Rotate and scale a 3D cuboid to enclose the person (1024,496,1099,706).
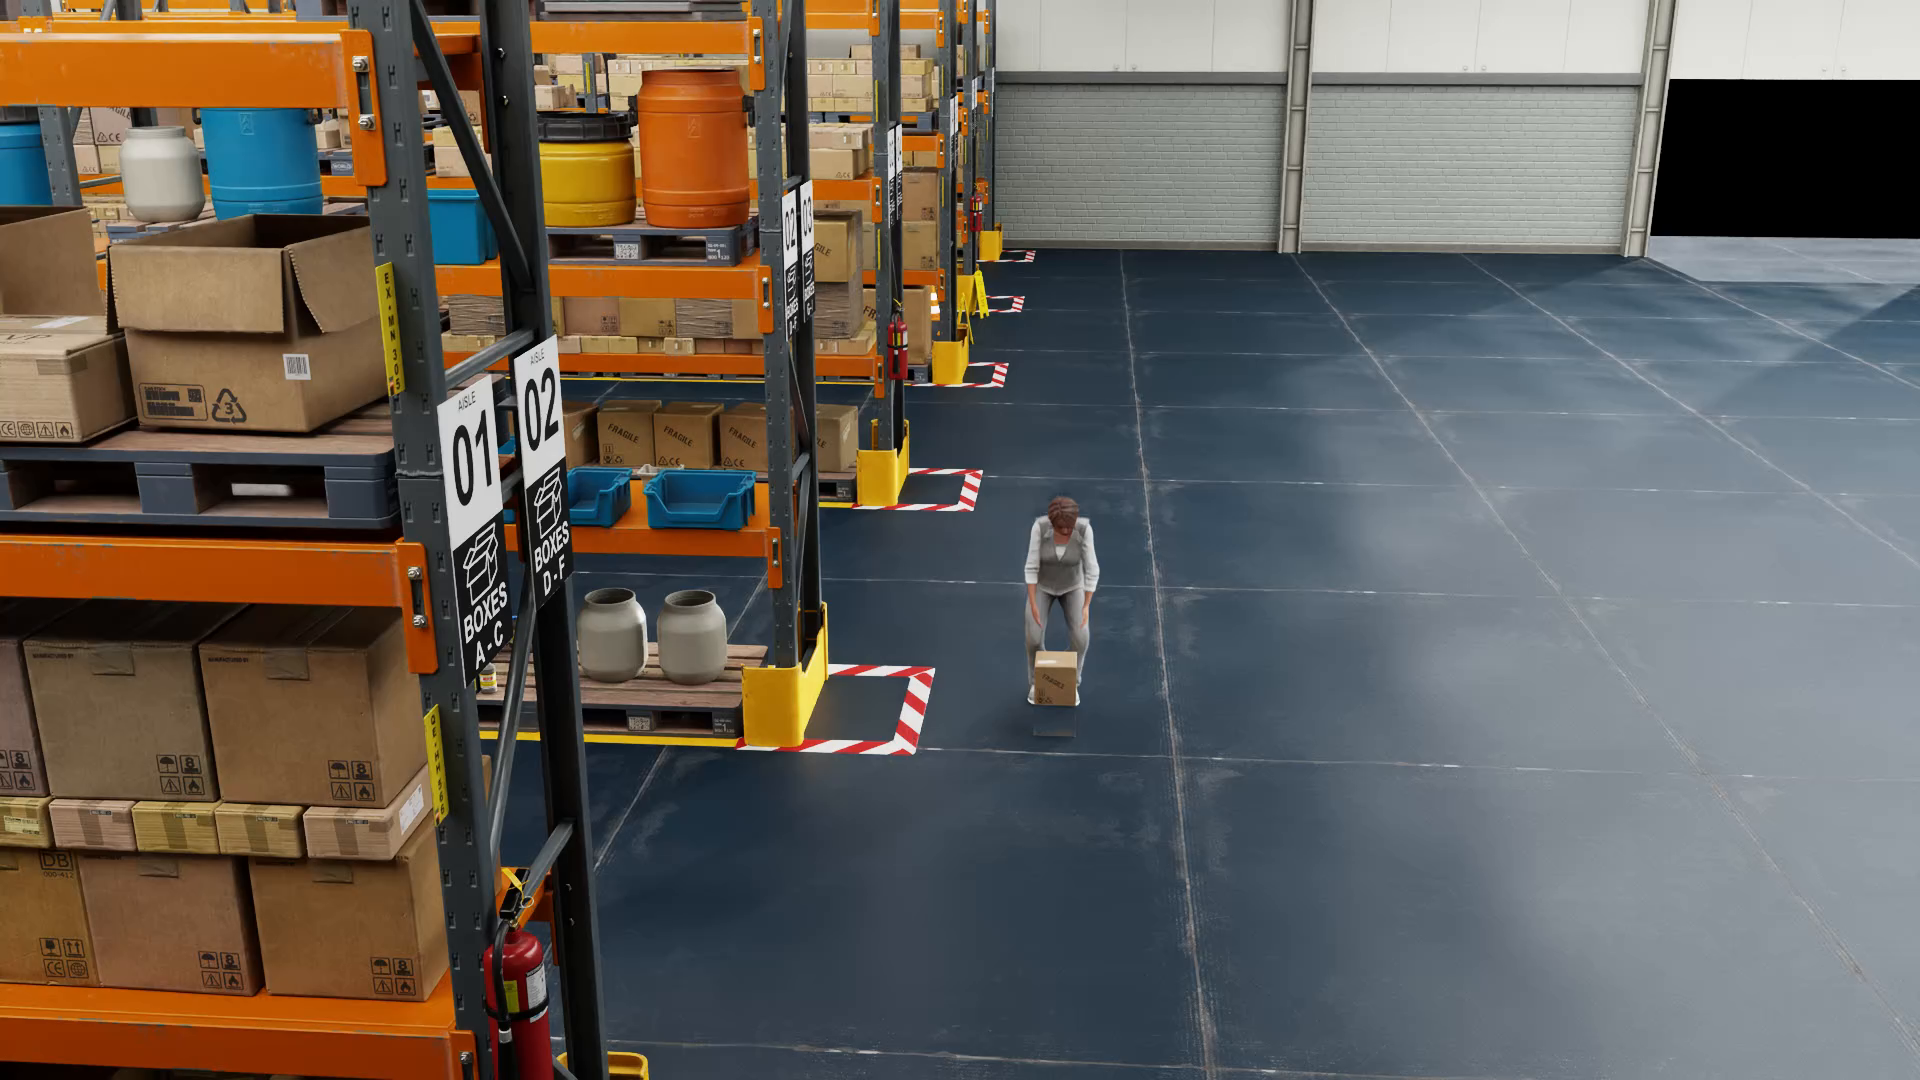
[{"bbox_3d":[0.629,0.361,10.312,0.459,1.381,0.580,1,18,4],"label":"person"}]
